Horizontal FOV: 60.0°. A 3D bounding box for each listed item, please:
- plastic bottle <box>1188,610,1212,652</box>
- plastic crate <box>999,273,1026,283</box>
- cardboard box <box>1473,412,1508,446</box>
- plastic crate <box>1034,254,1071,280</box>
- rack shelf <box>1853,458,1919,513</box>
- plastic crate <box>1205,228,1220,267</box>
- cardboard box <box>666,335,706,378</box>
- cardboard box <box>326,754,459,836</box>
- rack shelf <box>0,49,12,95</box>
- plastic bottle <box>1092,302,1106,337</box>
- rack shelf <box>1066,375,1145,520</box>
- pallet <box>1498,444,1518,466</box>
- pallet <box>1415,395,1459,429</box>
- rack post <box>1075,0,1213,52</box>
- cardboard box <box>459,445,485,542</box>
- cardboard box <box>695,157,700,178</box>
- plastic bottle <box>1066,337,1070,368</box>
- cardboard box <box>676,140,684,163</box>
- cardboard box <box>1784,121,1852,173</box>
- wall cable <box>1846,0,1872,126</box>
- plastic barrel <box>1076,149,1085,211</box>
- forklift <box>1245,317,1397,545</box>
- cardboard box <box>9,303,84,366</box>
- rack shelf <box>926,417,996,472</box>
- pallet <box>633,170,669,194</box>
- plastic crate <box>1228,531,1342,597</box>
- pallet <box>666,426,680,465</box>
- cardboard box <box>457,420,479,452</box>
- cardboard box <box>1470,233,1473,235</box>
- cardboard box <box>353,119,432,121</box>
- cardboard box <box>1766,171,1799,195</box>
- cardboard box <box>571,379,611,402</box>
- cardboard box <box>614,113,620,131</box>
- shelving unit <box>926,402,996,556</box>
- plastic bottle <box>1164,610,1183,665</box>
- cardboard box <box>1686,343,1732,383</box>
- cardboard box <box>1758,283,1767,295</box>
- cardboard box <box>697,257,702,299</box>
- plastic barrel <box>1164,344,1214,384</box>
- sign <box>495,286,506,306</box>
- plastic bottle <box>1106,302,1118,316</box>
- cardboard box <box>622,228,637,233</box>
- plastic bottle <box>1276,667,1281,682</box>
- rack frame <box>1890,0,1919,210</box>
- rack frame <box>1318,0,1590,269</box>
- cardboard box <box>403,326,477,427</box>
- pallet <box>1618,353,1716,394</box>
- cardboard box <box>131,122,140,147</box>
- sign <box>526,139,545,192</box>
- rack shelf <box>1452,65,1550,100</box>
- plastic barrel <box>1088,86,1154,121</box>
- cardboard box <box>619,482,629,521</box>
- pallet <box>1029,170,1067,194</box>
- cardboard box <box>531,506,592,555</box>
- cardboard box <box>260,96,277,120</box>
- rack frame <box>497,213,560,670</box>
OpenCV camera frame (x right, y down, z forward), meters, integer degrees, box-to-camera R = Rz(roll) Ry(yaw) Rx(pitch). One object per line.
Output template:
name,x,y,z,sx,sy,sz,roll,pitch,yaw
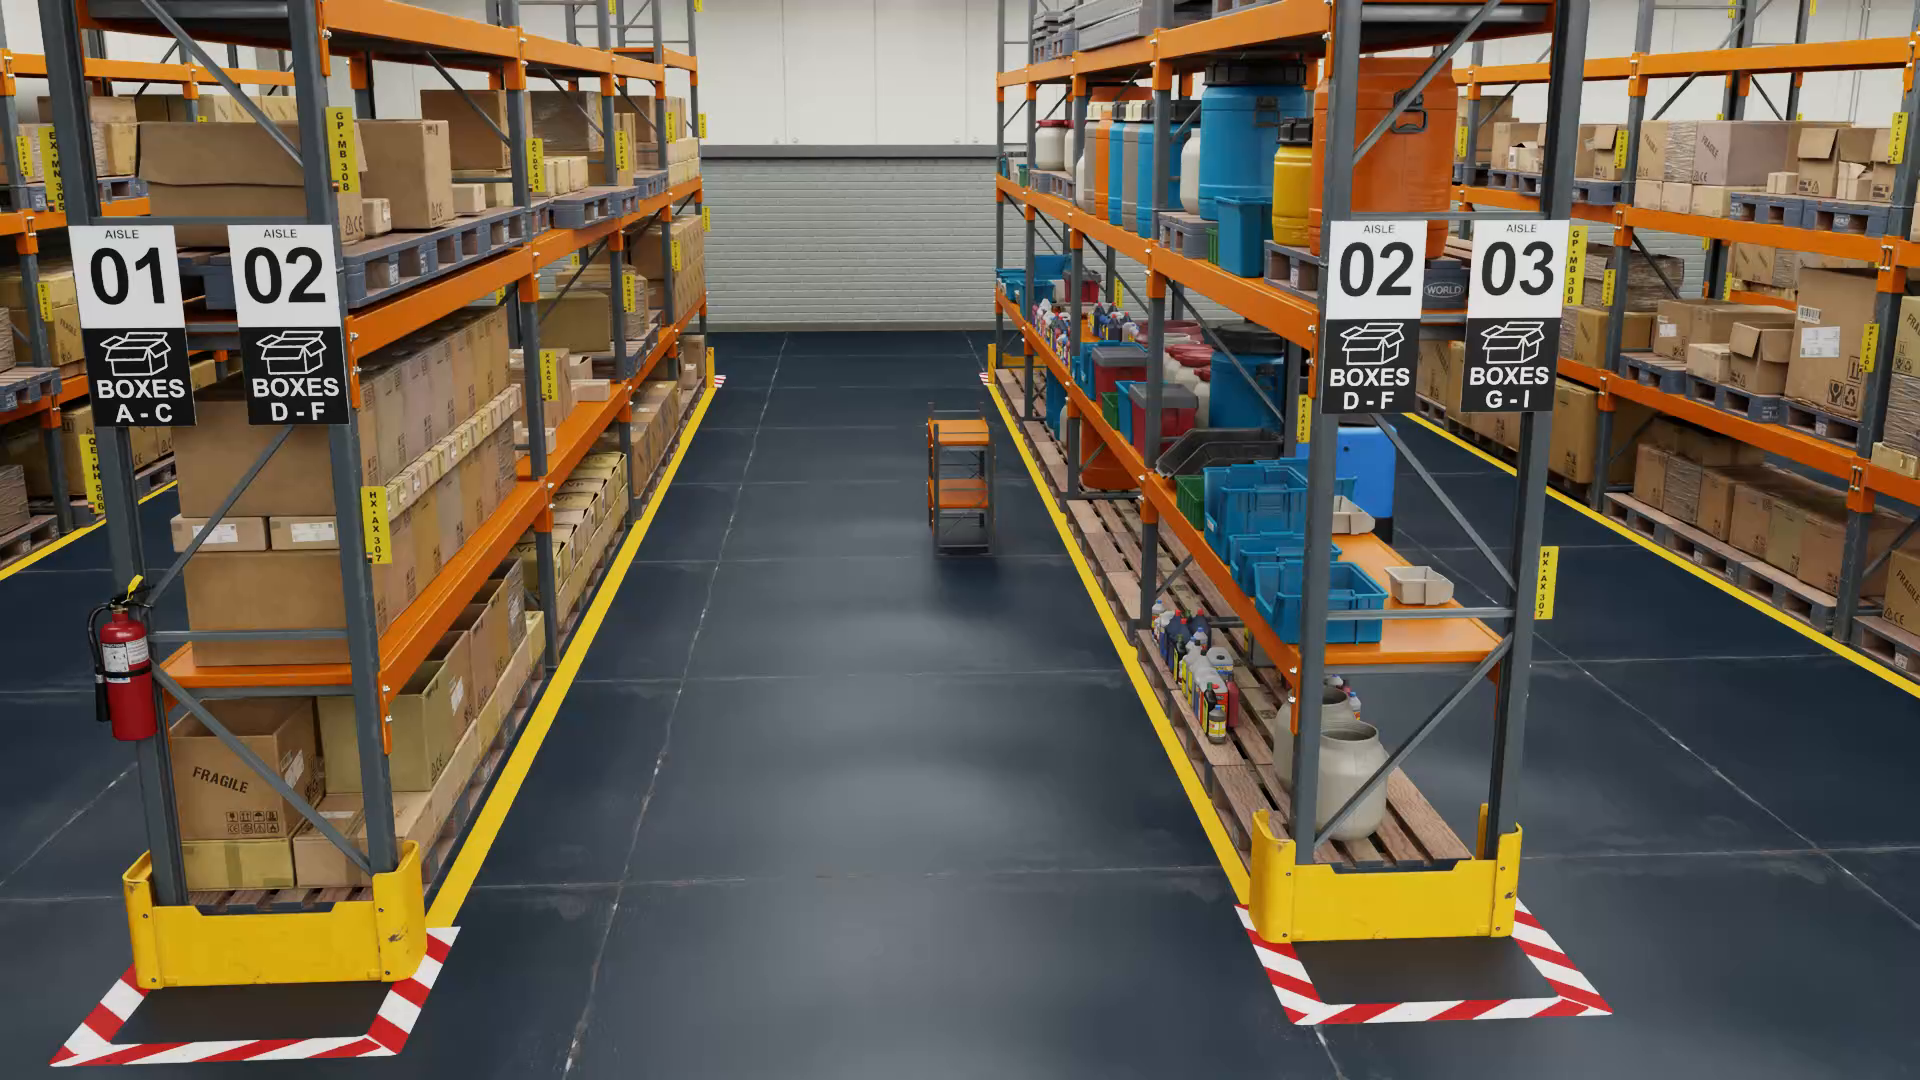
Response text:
plastic bottle,1.519,0.608,10.575,0.144,0.351,0.185,-1,14,-3
plastic crate,0.723,-3.368,21.814,0.416,0.233,0.300,-1,14,-3
cardboard box,6.303,-1.526,17.858,1.225,0.875,0.875,-1,14,-5
plastic crate,1.203,-3.616,22.371,0.616,0.435,0.499,-1,14,-3
rack shelf,6.806,0.103,9.550,1.077,0.370,4.000,-1,14,-3
plastic crate,1.565,-1.620,9.207,0.336,0.188,0.450,-1,14,-3
cardboard box,-3.669,-2.446,22.148,0.500,0.500,0.500,-1,14,-3
cardboard box,-2.803,1.271,8.241,0.500,0.250,0.500,-1,14,-3
rack shelf,-8.273,-3.374,11.827,1.077,0.370,4.000,-1,14,-3
plastic bottle,1.495,-2.360,17.779,0.144,0.351,0.185,-1,14,-3
rack shelf,1.615,-0.815,13.119,1.077,0.370,4.000,-1,14,-3
pallet,6.389,-0.887,17.550,1.003,0.211,1.213,-1,14,-3
pallet,6.218,-1.572,20.213,1.003,0.211,1.213,-1,14,-3
rack post,1.531,-4.157,12.222,1.013,1.000,3.121,-1,14,-3
cardboard box,-3.105,-0.273,9.367,0.700,0.500,0.500,-1,14,-3
cardboard box,-3.653,-4.832,21.566,0.500,0.250,0.500,-1,14,-3
plastic bottle,1.026,-1.756,15.566,0.061,0.283,0.133,-1,14,-3
cardboard box,-3.535,-4.576,19.570,0.500,0.250,0.500,-1,14,-3
cardboard box,6.772,-3.115,13.391,0.500,0.500,0.500,-1,14,-2
wall cable,15.196,-8.196,28.321,0.463,3.000,0.029,-1,14,-3
plastic barrel,1.205,-3.086,14.256,0.421,0.512,0.421,0,14,0
forklift,3.071,-1.673,15.145,1.130,2.935,3.031,-1,14,-3
cardboard box,-8.171,-1.835,14.801,0.500,0.500,0.500,0,14,-2
rack shelf,0.000,-0.830,14.320,0.538,0.278,1.000,-1,14,-3
pallet,-3.730,-3.779,17.551,1.213,0.211,1.003,-1,14,-3
plastic crate,1.623,0.119,8.342,0.499,0.251,0.408,-1,14,-3
pallet,-3.612,-1.028,18.099,1.003,0.211,1.213,-1,14,-3
cardboard box,-2.897,-0.573,9.232,0.380,0.149,0.250,0,14,-2
cardboard box,6.390,-3.413,19.969,0.500,0.500,0.500,-1,14,-3
cardboard box,-3.437,-2.234,9.844,0.500,0.500,0.500,0,14,1
cardboard box,6.467,-2.750,12.803,0.380,0.166,0.250,-1,14,-5
cardboard box,-3.121,-1.244,13.848,0.380,0.149,0.250,-1,14,-3
cardboard box,-3.658,-3.875,16.304,0.600,0.600,0.600,-1,15,-6
shelving unit,0.000,-0.546,14.393,0.538,1.125,1.048,-1,14,-3
plastic bottle,1.375,0.611,10.566,0.144,0.351,0.185,0,14,-2
cardboard box,6.309,-1.448,13.592,0.500,0.250,0.500,-1,14,-5
cardboard box,10.754,-3.311,21.878,0.380,0.149,0.250,-1,14,-4
cardboard box,-3.613,-3.387,21.472,0.500,0.500,0.500,-1,14,-3
plastic barrel,1.826,-1.264,13.145,0.433,0.535,0.433,0,14,0
sign,-3.994,-2.097,14.493,0.100,0.325,0.005,-1,14,-3
plastic bottle,1.638,-2.363,17.788,0.144,0.351,0.185,-1,14,-3
cardboard box,-4.025,-3.362,19.367,0.500,0.500,0.500,-1,14,-5
plastic bottle,1.998,0.728,10.246,0.061,0.283,0.133,-1,14,-3
rack frame,6.683,-3.648,10.646,1.000,3.000,0.127,-1,14,-3
rack frame,1.987,-2.577,6.482,1.000,3.000,0.127,-1,14,-3
cardboard box,-3.108,-0.907,9.228,0.700,0.500,0.500,-1,14,-3
pallet,6.585,-1.469,14.601,1.213,0.211,1.003,-1,14,-3
cardboard box,-8.700,-3.997,16.936,0.700,0.500,0.500,-2,15,-6
sign,-2.651,-2.341,10.389,0.100,0.325,0.005,-1,14,-3
rack shelf,6.063,-5.593,20.451,1.077,0.370,4.000,-1,14,-3
plastic barrel,1.459,-3.666,15.032,0.600,0.830,0.708,-1,14,-3
cardboard box,-3.177,-0.330,14.465,0.500,0.250,0.500,-1,14,-2
pallet,1.390,-3.824,17.727,1.213,0.211,1.003,-1,14,-3
cardboard box,-3.041,-0.094,12.422,0.500,0.311,0.500,-1,14,-5
cardboard box,-8.514,-5.061,19.908,0.500,0.500,0.500,-2,15,-6
rack frame,-3.205,-0.591,10.803,1.000,3.000,0.127,-1,14,-3
